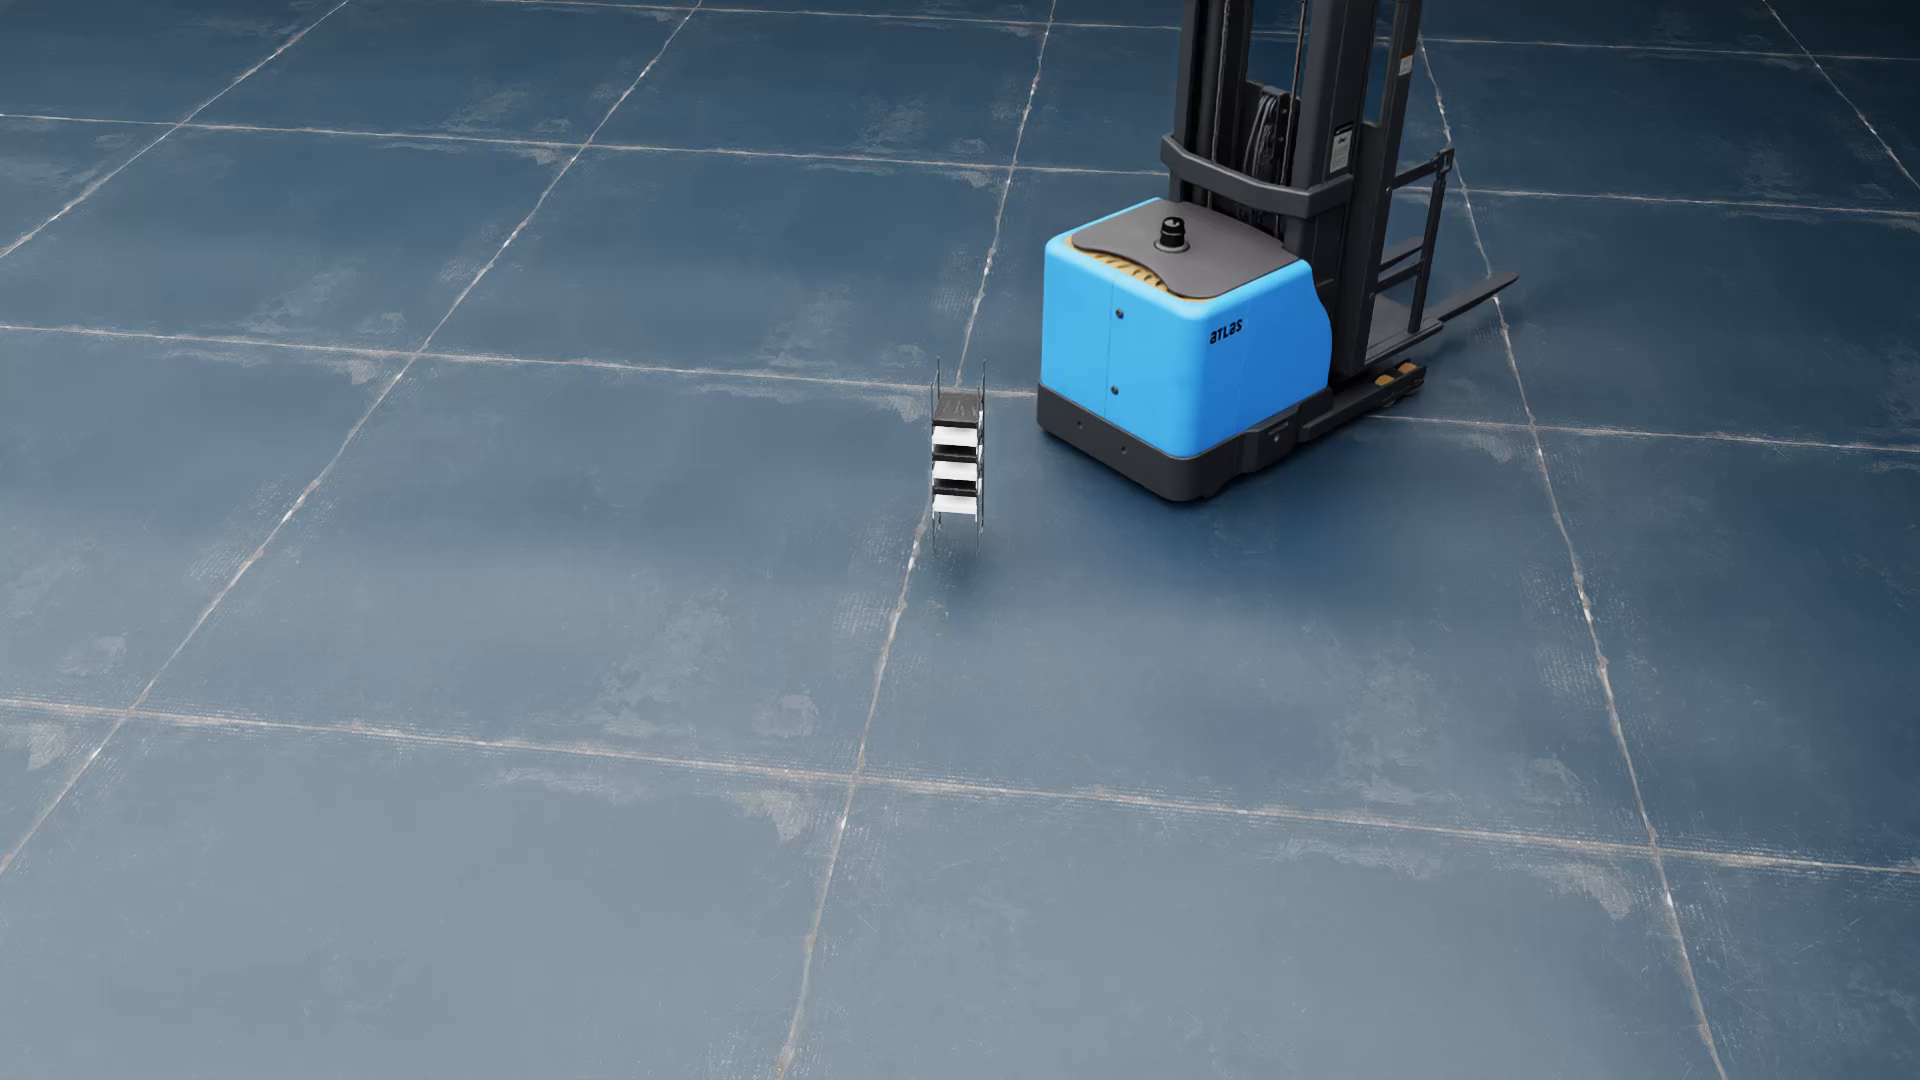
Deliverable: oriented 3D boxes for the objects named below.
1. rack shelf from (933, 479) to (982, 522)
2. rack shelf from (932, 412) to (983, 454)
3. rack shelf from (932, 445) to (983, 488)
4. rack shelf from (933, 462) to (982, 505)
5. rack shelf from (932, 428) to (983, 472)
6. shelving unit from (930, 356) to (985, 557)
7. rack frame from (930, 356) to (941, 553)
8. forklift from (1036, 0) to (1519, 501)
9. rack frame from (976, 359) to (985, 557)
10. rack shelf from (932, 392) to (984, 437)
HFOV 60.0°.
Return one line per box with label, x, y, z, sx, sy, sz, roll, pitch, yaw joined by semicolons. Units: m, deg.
rack shelf;-0.008;-0.193;7.613;0.200;0.077;0.258;4;36;6
rack shelf;-0.008;-0.486;7.404;0.200;0.077;0.258;4;36;6
rack shelf;-0.008;-0.340;7.509;0.200;0.077;0.258;4;36;6
rack shelf;-0.008;-0.267;7.561;0.200;0.077;0.258;4;36;6
rack shelf;-0.008;-0.413;7.457;0.200;0.077;0.258;4;36;6
shelving unit;-0.008;-0.367;7.489;0.210;0.900;0.258;4;36;6
rack frame;-0.109;-0.374;7.500;0.006;0.900;0.240;4;36;6
forklift;1.834;-2.097;8.166;3.031;2.935;1.130;-27;43;-32
rack frame;0.093;-0.359;7.479;0.006;0.900;0.240;4;36;6
rack shelf;-0.008;-0.560;7.352;0.200;0.077;0.258;4;36;6
